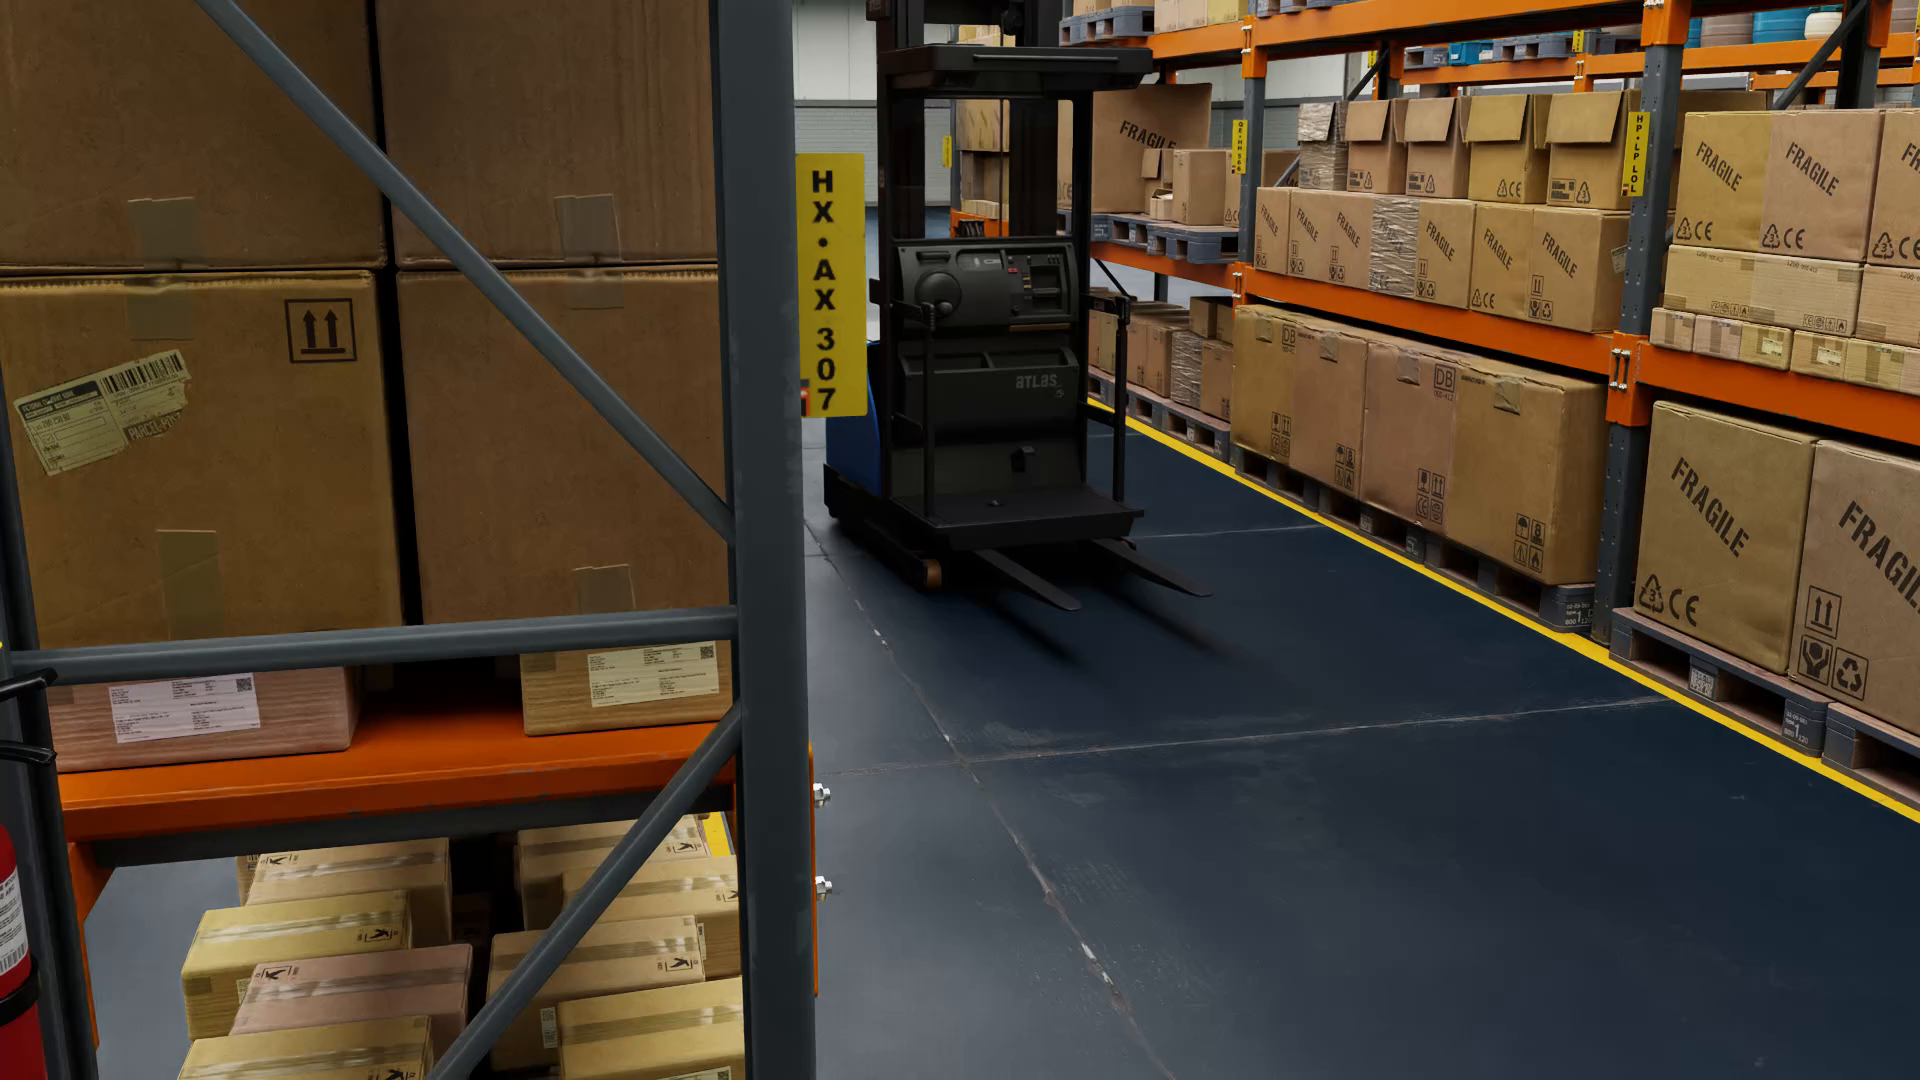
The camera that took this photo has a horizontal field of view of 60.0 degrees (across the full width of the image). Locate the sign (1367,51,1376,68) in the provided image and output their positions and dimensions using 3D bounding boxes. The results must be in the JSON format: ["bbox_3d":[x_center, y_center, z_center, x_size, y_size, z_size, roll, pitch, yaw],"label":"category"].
[{"bbox_3d":[4.672,-5.516,18.845,0.100,0.325,0.005,-3,14,-13],"label":"sign"}]

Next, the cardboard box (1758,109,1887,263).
[{"bbox_3d":[3.183,-1.237,5.779,0.500,0.500,0.500,-3,14,-13],"label":"cardboard box"}]

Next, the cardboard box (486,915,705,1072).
[{"bbox_3d":[-0.669,0.831,3.072,0.380,0.149,0.250,-3,14,-12],"label":"cardboard box"}]

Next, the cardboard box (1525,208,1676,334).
[{"bbox_3d":[2.836,-1.181,7.230,0.500,0.500,0.500,-3,14,-13],"label":"cardboard box"}]

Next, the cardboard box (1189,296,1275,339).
[{"bbox_3d":[1.951,-1.601,11.919,0.500,0.250,0.500,-2,14,-7],"label":"cardboard box"}]

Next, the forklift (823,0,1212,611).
[{"bbox_3d":[0.222,-1.284,8.008,1.130,2.935,3.031,-5,15,-20],"label":"forklift"}]

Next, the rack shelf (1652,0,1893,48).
[{"bbox_3d":[3.681,-1.686,4.703,1.077,0.370,4.000,-3,14,-13],"label":"rack shelf"}]

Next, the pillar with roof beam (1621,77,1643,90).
[{"bbox_3d":[8.840,-9.966,30.757,9.100,9.000,0.400,-3,14,-13],"label":"pillar with roof beam"}]

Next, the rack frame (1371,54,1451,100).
[{"bbox_3d":[5.207,-4.084,19.324,1.000,3.000,0.127,-3,14,-13],"label":"rack frame"}]

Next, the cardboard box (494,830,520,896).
[{"bbox_3d":[-0.934,0.738,4.081,0.380,0.149,0.250,-3,14,-10],"label":"cardboard box"}]

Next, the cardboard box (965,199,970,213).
[{"bbox_3d":[0.268,-3.548,17.659,0.380,0.149,0.250,-3,14,-13],"label":"cardboard box"}]

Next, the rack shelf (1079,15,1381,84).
[{"bbox_3d":[1.802,-3.532,12.257,1.077,0.370,4.000,-3,14,-13],"label":"rack shelf"}]

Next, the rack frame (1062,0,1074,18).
[{"bbox_3d":[1.332,-5.800,13.705,1.000,3.000,0.127,-3,14,-13],"label":"rack frame"}]

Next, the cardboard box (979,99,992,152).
[{"bbox_3d":[0.487,-4.114,16.501,0.500,0.500,0.500,-3,14,-13],"label":"cardboard box"}]

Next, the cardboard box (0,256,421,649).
[{"bbox_3d":[-1.050,-0.146,2.368,0.500,0.500,0.500,-3,14,-12],"label":"cardboard box"}]

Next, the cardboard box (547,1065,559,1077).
[{"bbox_3d":[-0.577,0.971,3.127,0.380,0.149,0.250,-3,14,-13],"label":"cardboard box"}]

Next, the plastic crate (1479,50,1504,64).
[{"bbox_3d":[5.377,-4.838,16.645,0.243,0.136,0.396,-3,14,-13],"label":"plastic crate"}]

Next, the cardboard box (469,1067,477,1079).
[{"bbox_3d":[-1.158,1.088,3.276,0.380,0.149,0.250,-3,14,-13],"label":"cardboard box"}]

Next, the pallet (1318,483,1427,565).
[{"bbox_3d":[2.667,-0.141,9.059,1.003,0.211,1.213,-3,14,-13],"label":"pallet"}]

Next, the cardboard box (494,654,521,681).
[{"bbox_3d":[-0.552,0.109,2.691,0.380,0.149,0.250,-3,14,-11],"label":"cardboard box"}]

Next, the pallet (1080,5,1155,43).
[{"bbox_3d":[1.620,-3.864,12.497,1.213,0.211,1.003,-3,14,-13],"label":"pallet"}]

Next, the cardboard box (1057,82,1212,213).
[{"bbox_3d":[1.383,-3.190,13.513,1.000,1.000,1.000,-3,14,-13],"label":"cardboard box"}]

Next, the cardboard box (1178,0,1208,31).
[{"bbox_3d":[1.792,-3.556,11.160,0.500,0.250,0.500,-3,14,-13],"label":"cardboard box"}]

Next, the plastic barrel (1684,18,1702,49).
[{"bbox_3d":[6.477,-4.757,14.700,0.600,0.901,0.708,-3,14,-13],"label":"plastic barrel"}]

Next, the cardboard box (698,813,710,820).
[{"bbox_3d":[-0.815,0.586,4.078,0.380,0.149,0.250,-3,14,-12],"label":"cardboard box"}]

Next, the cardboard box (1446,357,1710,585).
[{"bbox_3d":[3.042,-0.358,7.665,1.225,0.875,0.875,-3,14,-13],"label":"cardboard box"}]

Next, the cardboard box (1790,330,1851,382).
[{"bbox_3d":[3.145,-0.649,5.792,0.380,0.149,0.250,-4,14,-15],"label":"cardboard box"}]

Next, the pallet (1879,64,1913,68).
[{"bbox_3d":[10.454,-5.327,18.277,1.003,0.211,1.213,-3,14,-13],"label":"pallet"}]

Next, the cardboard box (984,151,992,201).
[{"bbox_3d":[0.730,-3.764,17.176,0.875,0.500,0.500,-3,14,-13],"label":"cardboard box"}]

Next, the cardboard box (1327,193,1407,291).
[{"bbox_3d":[2.369,-1.647,9.137,0.500,0.500,0.500,-4,14,-14],"label":"cardboard box"}]

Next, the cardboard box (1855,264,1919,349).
[{"bbox_3d":[3.306,-0.754,5.383,0.500,0.250,0.500,-3,14,-12],"label":"cardboard box"}]

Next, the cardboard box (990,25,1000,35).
[{"bbox_3d":[0.505,-5.008,16.259,0.380,0.149,0.250,-4,14,-16],"label":"cardboard box"}]

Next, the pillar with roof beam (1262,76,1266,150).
[{"bbox_3d":[4.612,-14.118,47.754,9.100,9.000,0.400,-3,14,-13],"label":"pillar with roof beam"}]

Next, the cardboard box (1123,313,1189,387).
[{"bbox_3d":[1.681,-1.502,13.093,0.700,0.500,0.500,-5,14,-18],"label":"cardboard box"}]

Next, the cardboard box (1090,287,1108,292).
[{"bbox_3d":[1.136,-2.101,15.589,0.500,0.500,0.500,1,14,5],"label":"cardboard box"}]

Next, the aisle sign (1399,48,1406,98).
[{"bbox_3d":[4.906,-5.347,19.016,0.394,0.787,0.004,-3,14,-13],"label":"aisle sign"}]

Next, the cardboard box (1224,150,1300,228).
[{"bbox_3d":[2.106,-2.337,11.079,0.500,0.500,0.500,-5,15,-20],"label":"cardboard box"}]

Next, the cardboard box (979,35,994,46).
[{"bbox_3d":[0.495,-4.834,16.387,0.500,0.250,0.500,-3,14,-13],"label":"cardboard box"}]

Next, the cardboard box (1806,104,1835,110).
[{"bbox_3d":[10.262,-4.796,19.295,0.700,0.500,0.500,-4,14,-15],"label":"cardboard box"}]

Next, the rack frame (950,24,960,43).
[{"bbox_3d":[0.393,-6.722,17.482,1.000,3.000,0.127,-3,14,-13],"label":"rack frame"}]

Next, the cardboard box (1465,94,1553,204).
[{"bbox_3d":[2.903,-1.881,7.983,0.797,0.503,0.637,-3,14,-13],"label":"cardboard box"}]

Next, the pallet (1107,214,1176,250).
[{"bbox_3d":[1.767,-2.324,12.522,1.003,0.211,1.213,-3,14,-13],"label":"pallet"}]

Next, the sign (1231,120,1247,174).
[{"bbox_3d":[1.747,-2.454,10.379,0.100,0.325,0.005,-3,14,-13],"label":"sign"}]

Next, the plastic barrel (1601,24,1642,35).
[{"bbox_3d":[6.237,-4.987,15.579,0.421,0.512,0.421,0,14,0],"label":"plastic barrel"}]

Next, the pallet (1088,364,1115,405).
[{"bbox_3d":[1.517,-1.351,14.013,1.003,0.211,1.213,-3,14,-13],"label":"pallet"}]

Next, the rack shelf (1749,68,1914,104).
[{"bbox_3d":[10.493,-5.006,18.291,1.077,0.370,4.000,-3,14,-13],"label":"rack shelf"}]

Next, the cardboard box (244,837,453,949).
[{"bbox_3d":[-1.252,0.743,3.434,0.380,0.149,0.250,-4,14,-15],"label":"cardboard box"}]
